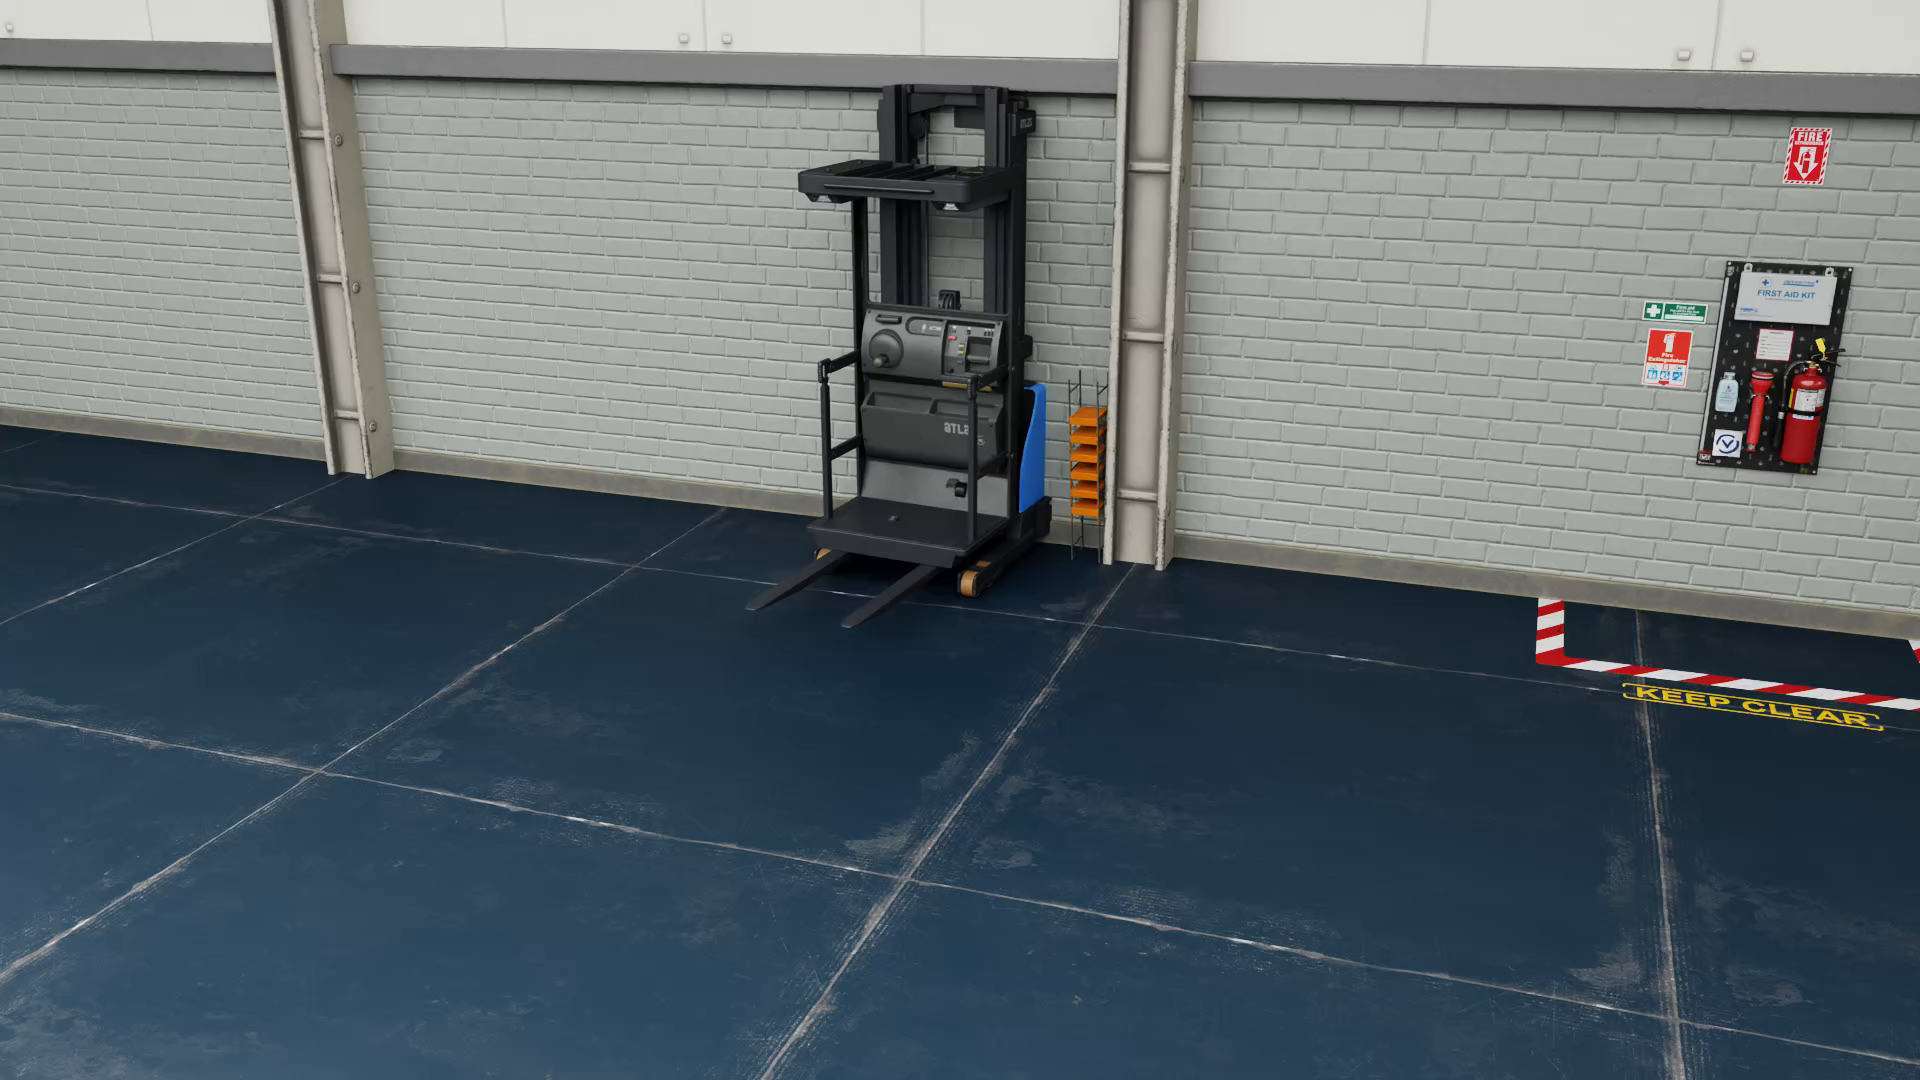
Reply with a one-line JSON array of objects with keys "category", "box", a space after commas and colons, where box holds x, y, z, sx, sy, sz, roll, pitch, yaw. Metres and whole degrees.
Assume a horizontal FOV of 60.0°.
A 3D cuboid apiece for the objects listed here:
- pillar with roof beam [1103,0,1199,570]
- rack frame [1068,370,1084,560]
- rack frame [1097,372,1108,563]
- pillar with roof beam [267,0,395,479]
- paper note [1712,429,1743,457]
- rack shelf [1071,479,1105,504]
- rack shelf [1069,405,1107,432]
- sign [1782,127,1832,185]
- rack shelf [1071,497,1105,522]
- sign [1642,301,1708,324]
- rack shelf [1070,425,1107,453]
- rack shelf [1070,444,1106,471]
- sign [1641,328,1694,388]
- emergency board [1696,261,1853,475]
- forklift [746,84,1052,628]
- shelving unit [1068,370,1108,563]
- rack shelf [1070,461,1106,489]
[{"category": "pillar with roof beam", "box": [-0.262, -2.786, 5.399, 0.400, 9.000, 9.100, 7, 20, 18]}, {"category": "rack frame", "box": [0.740, -0.472, 10.586, 0.006, 1.200, 0.240, 6, 23, 21]}, {"category": "rack frame", "box": [0.909, -0.453, 10.520, 0.006, 1.200, 0.240, 6, 23, 21]}, {"category": "pillar with roof beam", "box": [-5.930, -3.435, 7.258, 0.400, 9.000, 9.100, 7, 20, 18]}, {"category": "paper note", "box": [4.352, -0.547, 9.428, 0.142, 0.148, 0.016, 7, 20, 18]}, {"category": "rack shelf", "box": [0.831, -0.310, 10.614, 0.180, 0.103, 0.258, 6, 23, 21]}, {"category": "rack shelf", "box": [0.811, -0.755, 10.436, 0.180, 0.103, 0.258, 6, 23, 21]}, {"category": "sign", "box": [4.522, -2.049, 8.876, 0.199, 0.298, 0.001, 7, 20, 18]}, {"category": "rack shelf", "box": [0.837, -0.199, 10.659, 0.180, 0.103, 0.258, 6, 23, 21]}, {"category": "sign", "box": [4.010, -1.278, 9.327, 0.331, 0.109, 0.001, 7, 20, 18]}, {"category": "rack shelf", "box": [0.816, -0.644, 10.480, 0.180, 0.103, 0.258, 6, 23, 21]}, {"category": "rack shelf", "box": [0.821, -0.533, 10.525, 0.180, 0.103, 0.258, 6, 23, 21]}, {"category": "sign", "box": [4.008, -1.031, 9.424, 0.234, 0.329, 0.001, 7, 20, 18]}, {"category": "emergency board", "box": [4.497, -0.923, 9.166, 0.643, 1.169, 0.194, 7, 20, 18]}, {"category": "forklift", "box": [-0.263, -1.197, 10.056, 1.130, 2.935, 3.031, 9, 21, 23]}, {"category": "shelving unit", "box": [0.824, -0.463, 10.553, 0.189, 1.200, 0.258, 6, 23, 21]}, {"category": "rack shelf", "box": [0.826, -0.421, 10.569, 0.180, 0.103, 0.258, 6, 23, 21]}]
